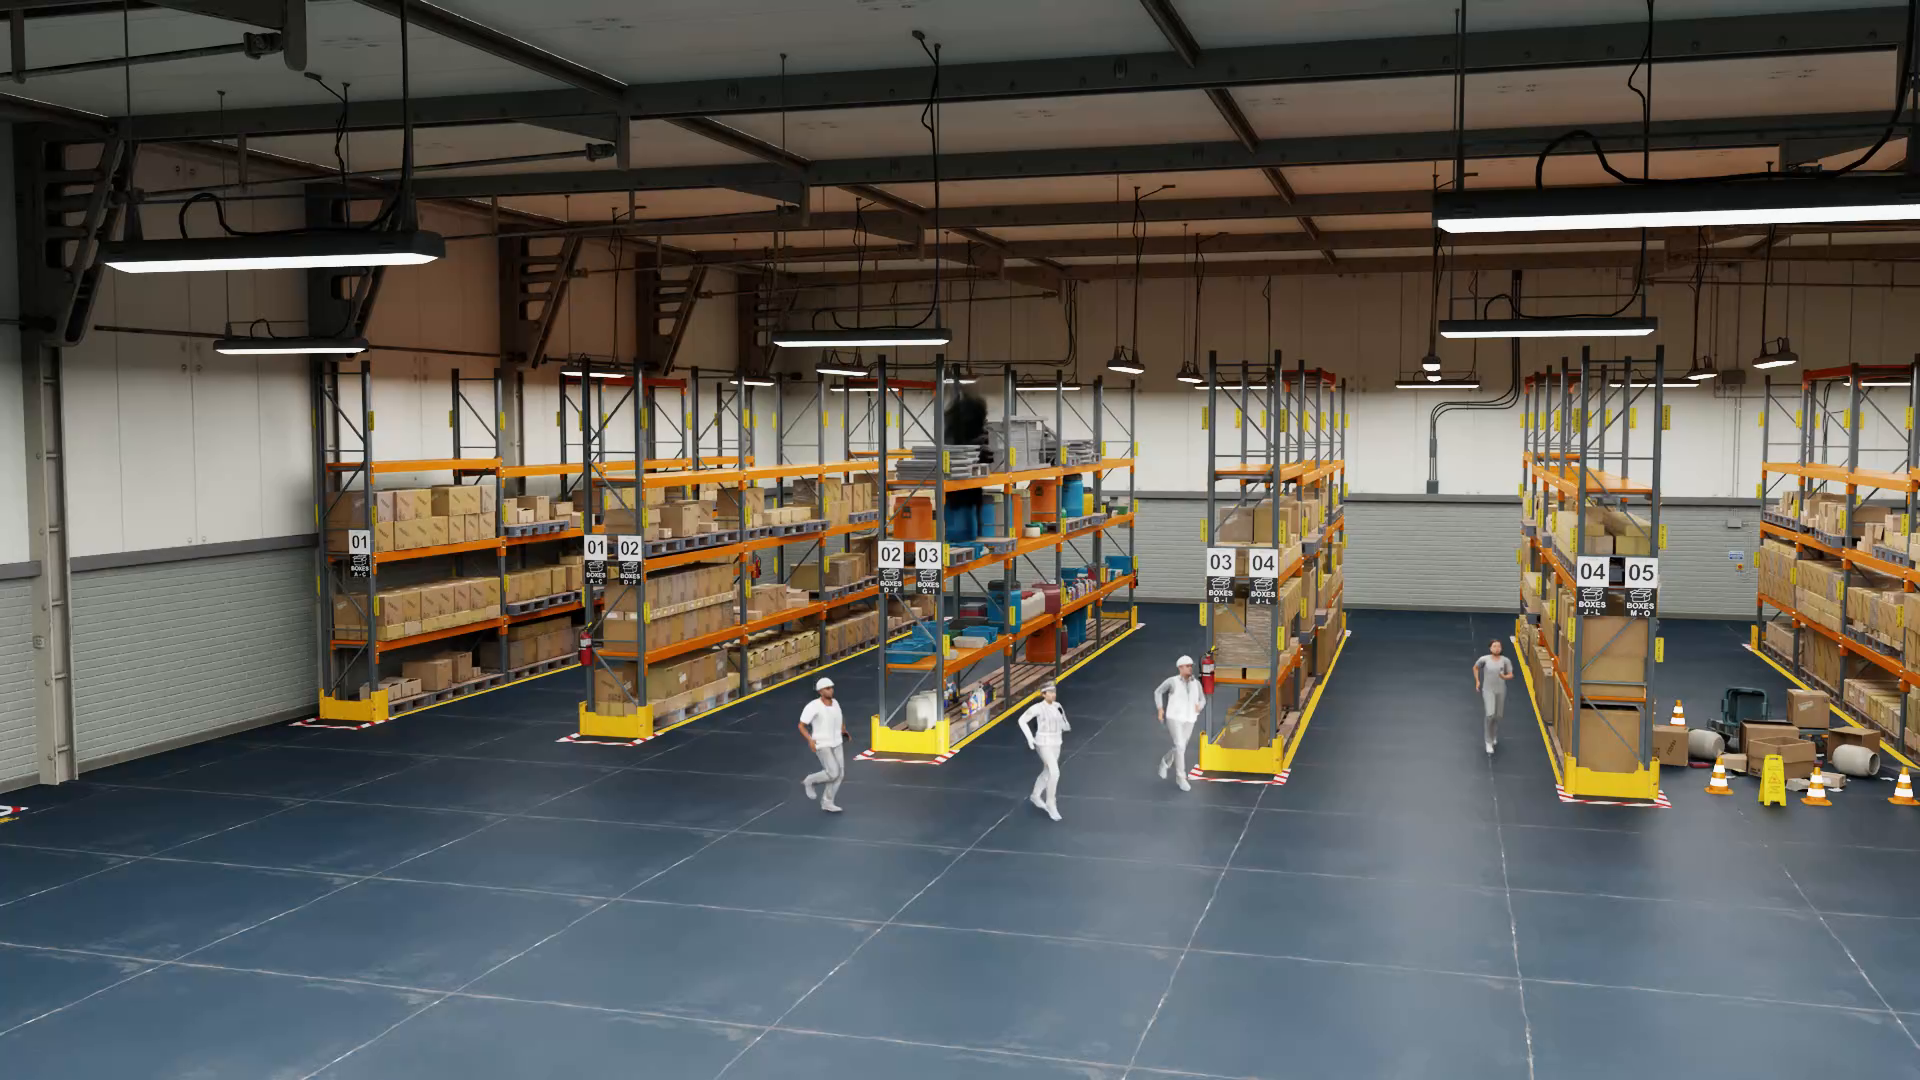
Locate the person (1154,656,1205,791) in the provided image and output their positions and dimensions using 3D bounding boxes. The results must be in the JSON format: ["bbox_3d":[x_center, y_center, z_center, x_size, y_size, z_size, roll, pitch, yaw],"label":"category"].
[{"bbox_3d":[3.081,2.481,22.869,0.673,1.758,0.894,-2,4,-22],"label":"person"}]

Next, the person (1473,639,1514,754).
[{"bbox_3d":[8.121,2.358,25.307,0.533,1.724,0.754,0,4,5],"label":"person"}]

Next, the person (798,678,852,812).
[{"bbox_3d":[-1.719,2.623,21.382,0.578,1.712,0.718,4,5,41],"label":"person"}]

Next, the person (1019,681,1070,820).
[{"bbox_3d":[1.122,2.650,21.117,0.584,1.750,0.733,-4,6,-43],"label":"person"}]
